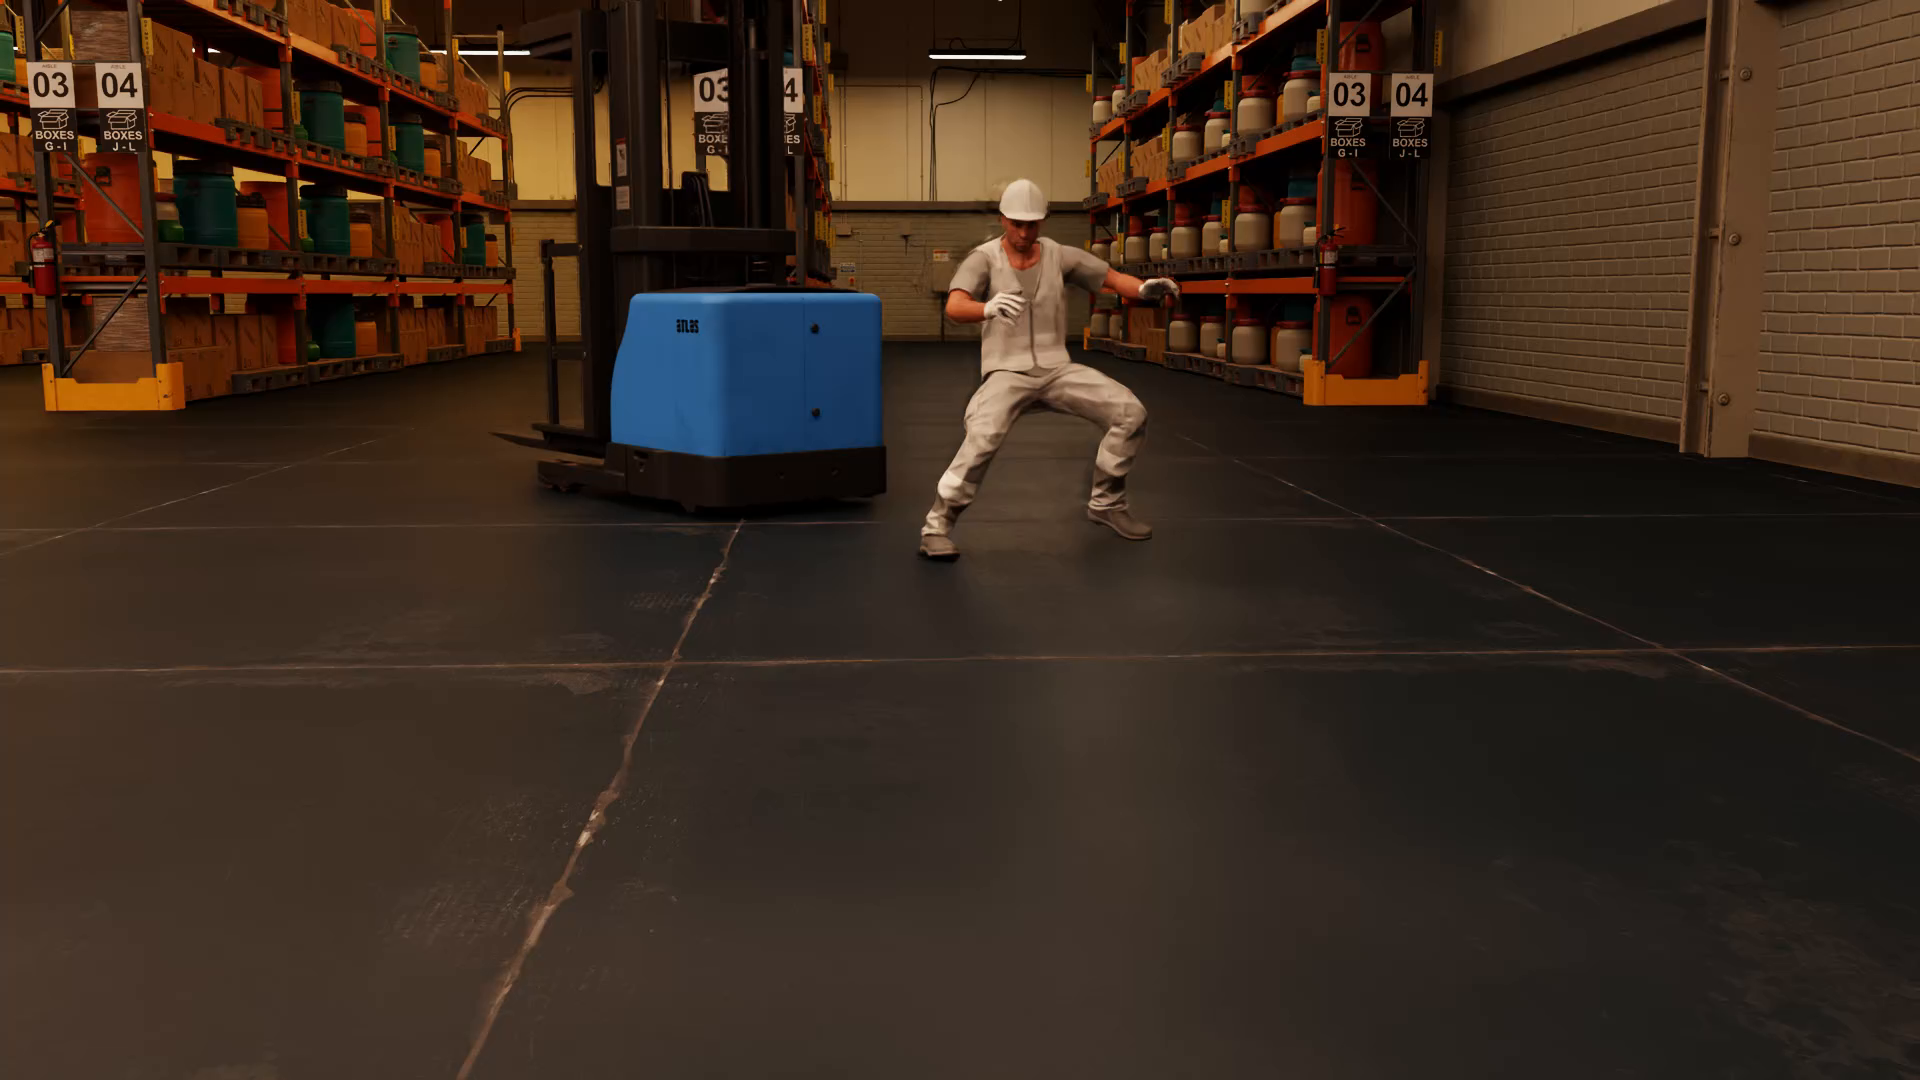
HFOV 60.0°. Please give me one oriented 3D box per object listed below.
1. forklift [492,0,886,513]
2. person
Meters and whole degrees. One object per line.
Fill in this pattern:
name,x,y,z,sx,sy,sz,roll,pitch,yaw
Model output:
forklift,-1.681,-1.746,9.088,1.130,2.935,3.031,-7,11,-38
person,0.340,-0.726,6.947,1.060,1.548,0.753,-2,9,-13
